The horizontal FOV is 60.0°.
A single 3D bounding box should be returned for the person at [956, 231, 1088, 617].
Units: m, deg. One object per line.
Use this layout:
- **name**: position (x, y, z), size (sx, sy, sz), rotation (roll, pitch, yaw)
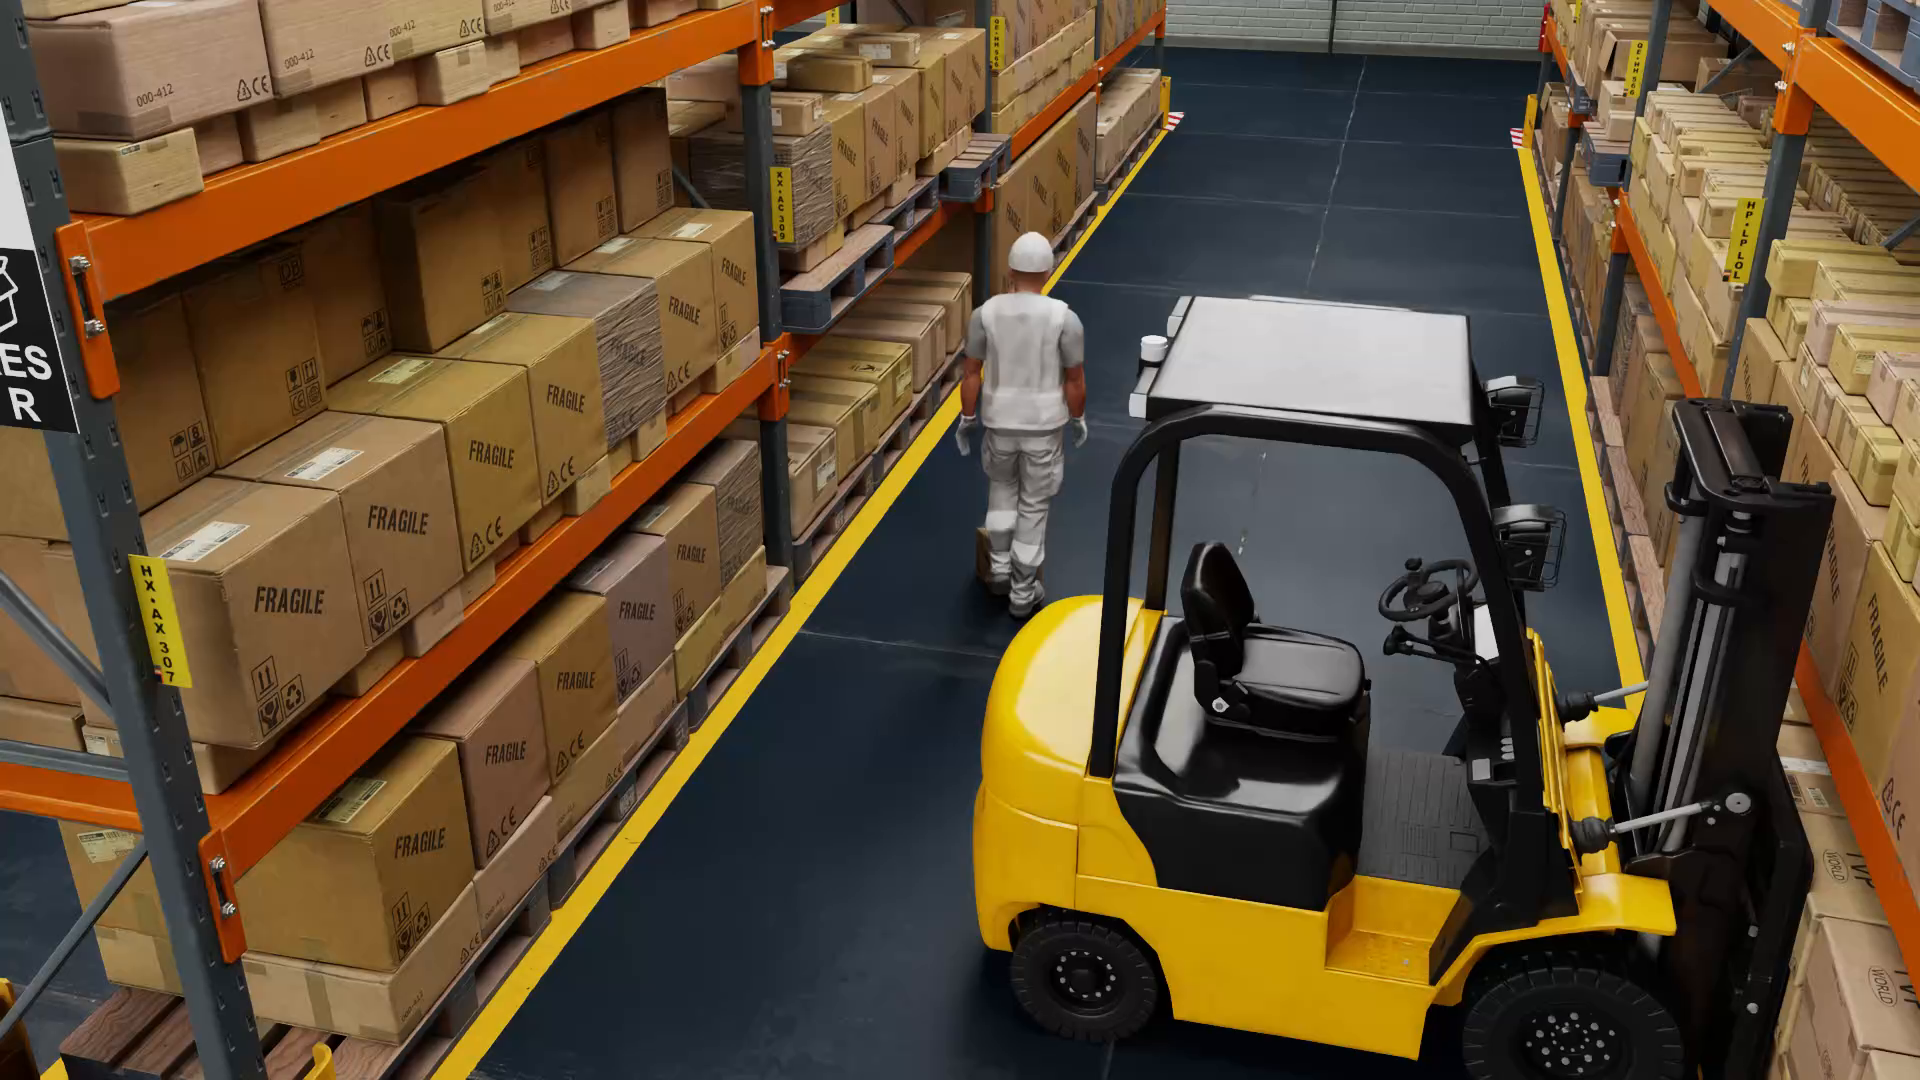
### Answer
- **person**: position (0.281, -0.506, 7.680), size (0.587, 1.839, 0.475), rotation (7, 26, 14)
